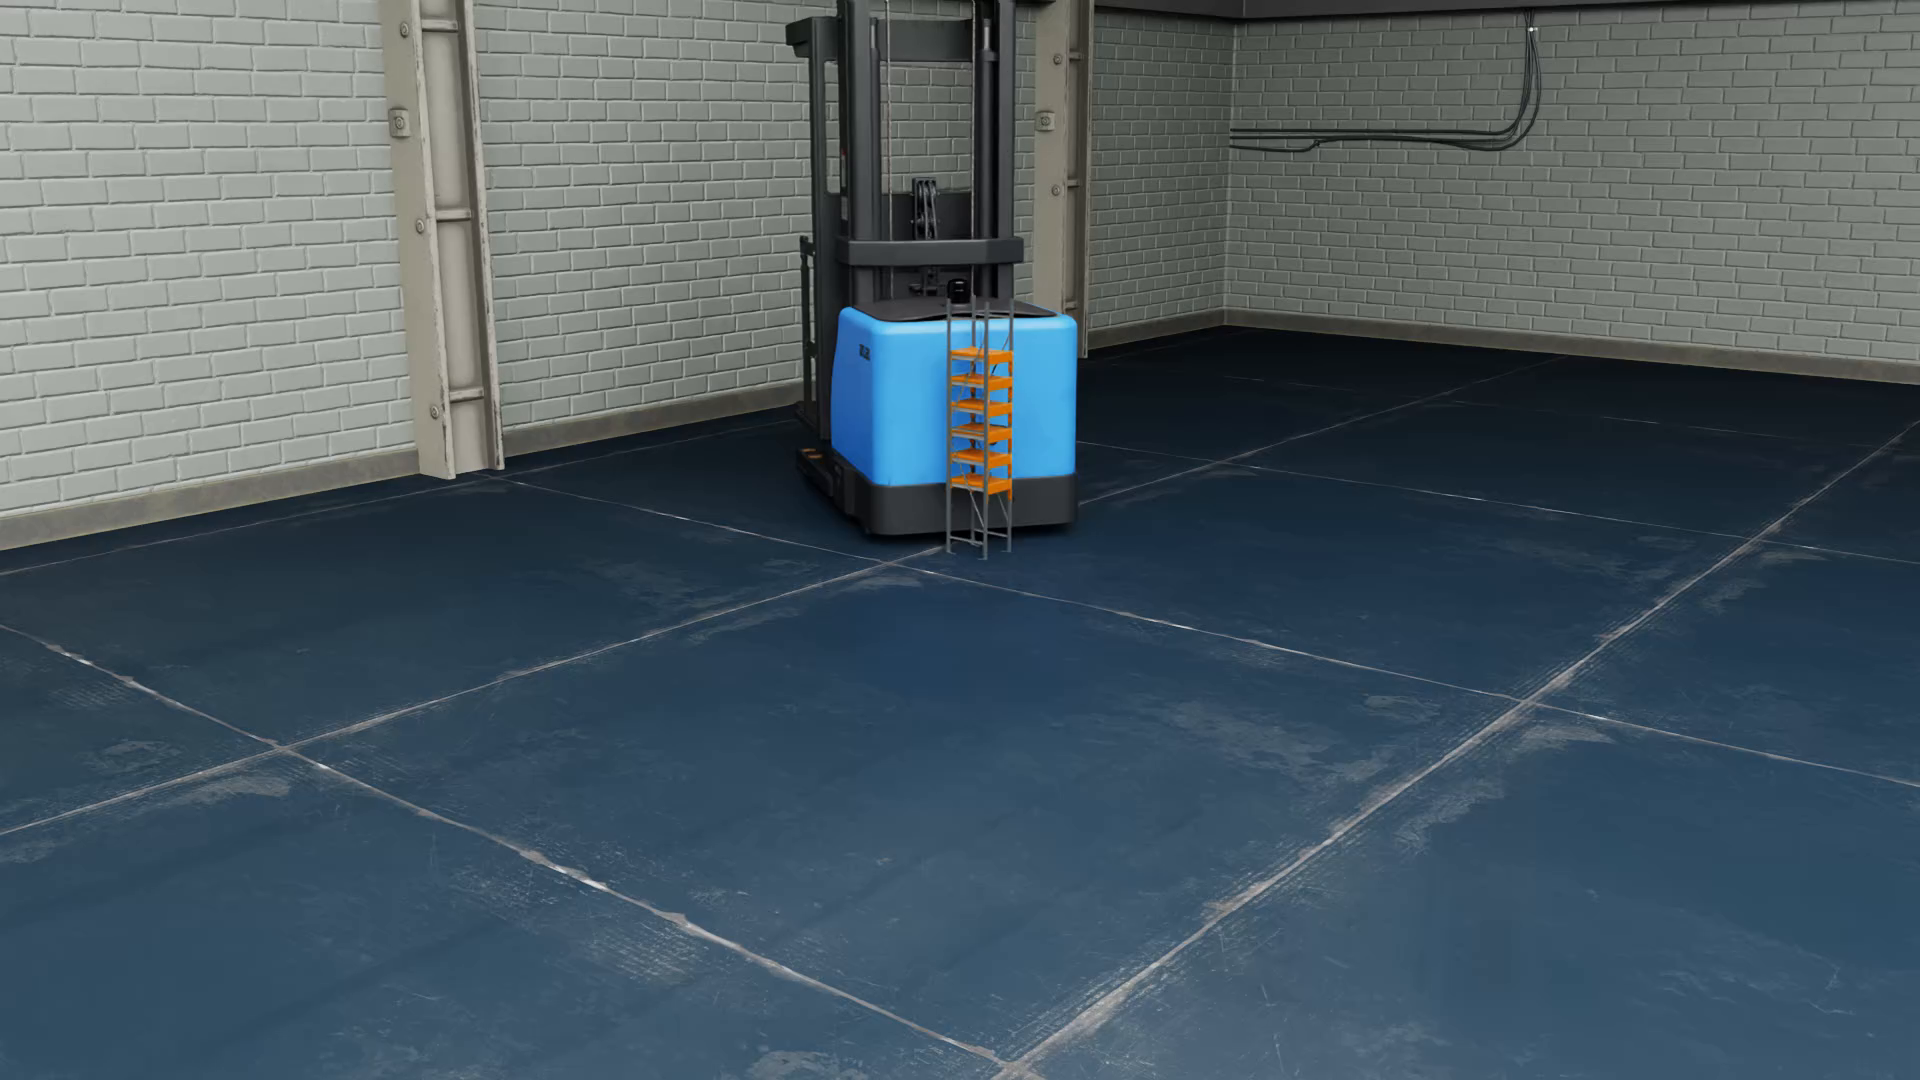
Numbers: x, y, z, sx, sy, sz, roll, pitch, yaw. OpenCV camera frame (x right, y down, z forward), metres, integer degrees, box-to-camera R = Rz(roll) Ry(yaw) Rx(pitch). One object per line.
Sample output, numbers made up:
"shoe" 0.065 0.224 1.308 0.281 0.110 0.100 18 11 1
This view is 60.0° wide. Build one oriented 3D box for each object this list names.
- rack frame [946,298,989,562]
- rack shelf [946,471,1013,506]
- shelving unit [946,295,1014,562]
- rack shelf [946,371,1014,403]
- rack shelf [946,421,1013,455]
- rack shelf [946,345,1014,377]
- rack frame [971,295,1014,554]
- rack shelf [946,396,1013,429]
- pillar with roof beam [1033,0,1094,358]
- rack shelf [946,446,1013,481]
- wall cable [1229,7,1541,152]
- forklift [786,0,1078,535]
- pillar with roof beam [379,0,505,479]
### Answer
"rack frame" 0.033 -0.500 7.651 0.240 1.200 0.006 12 18 37
"rack shelf" 0.089 -0.242 7.791 0.258 0.103 0.180 12 18 37
"shelving unit" 0.090 -0.517 7.720 0.258 1.200 0.189 12 18 37
"rack shelf" 0.091 -0.707 7.672 0.258 0.103 0.180 12 18 37
"rack shelf" 0.090 -0.474 7.731 0.258 0.103 0.180 12 18 37
"rack shelf" 0.091 -0.823 7.642 0.258 0.103 0.180 12 18 37
"rack frame" 0.148 -0.535 7.789 0.240 1.200 0.006 12 18 37
"rack shelf" 0.090 -0.591 7.701 0.258 0.103 0.180 12 18 37
"pillar with roof beam" 4.205 -5.251 10.515 9.100 9.000 0.400 11 18 38
"rack shelf" 0.090 -0.358 7.761 0.258 0.103 0.180 12 18 37
"wall cable" 3.737 -4.771 14.935 3.097 2.526 0.112 11 18 38
"forklift" -0.316 -1.760 9.099 1.130 2.935 3.031 -4 15 -16
"pillar with roof beam" 0.434 -4.102 5.992 9.100 9.000 0.400 11 18 38
